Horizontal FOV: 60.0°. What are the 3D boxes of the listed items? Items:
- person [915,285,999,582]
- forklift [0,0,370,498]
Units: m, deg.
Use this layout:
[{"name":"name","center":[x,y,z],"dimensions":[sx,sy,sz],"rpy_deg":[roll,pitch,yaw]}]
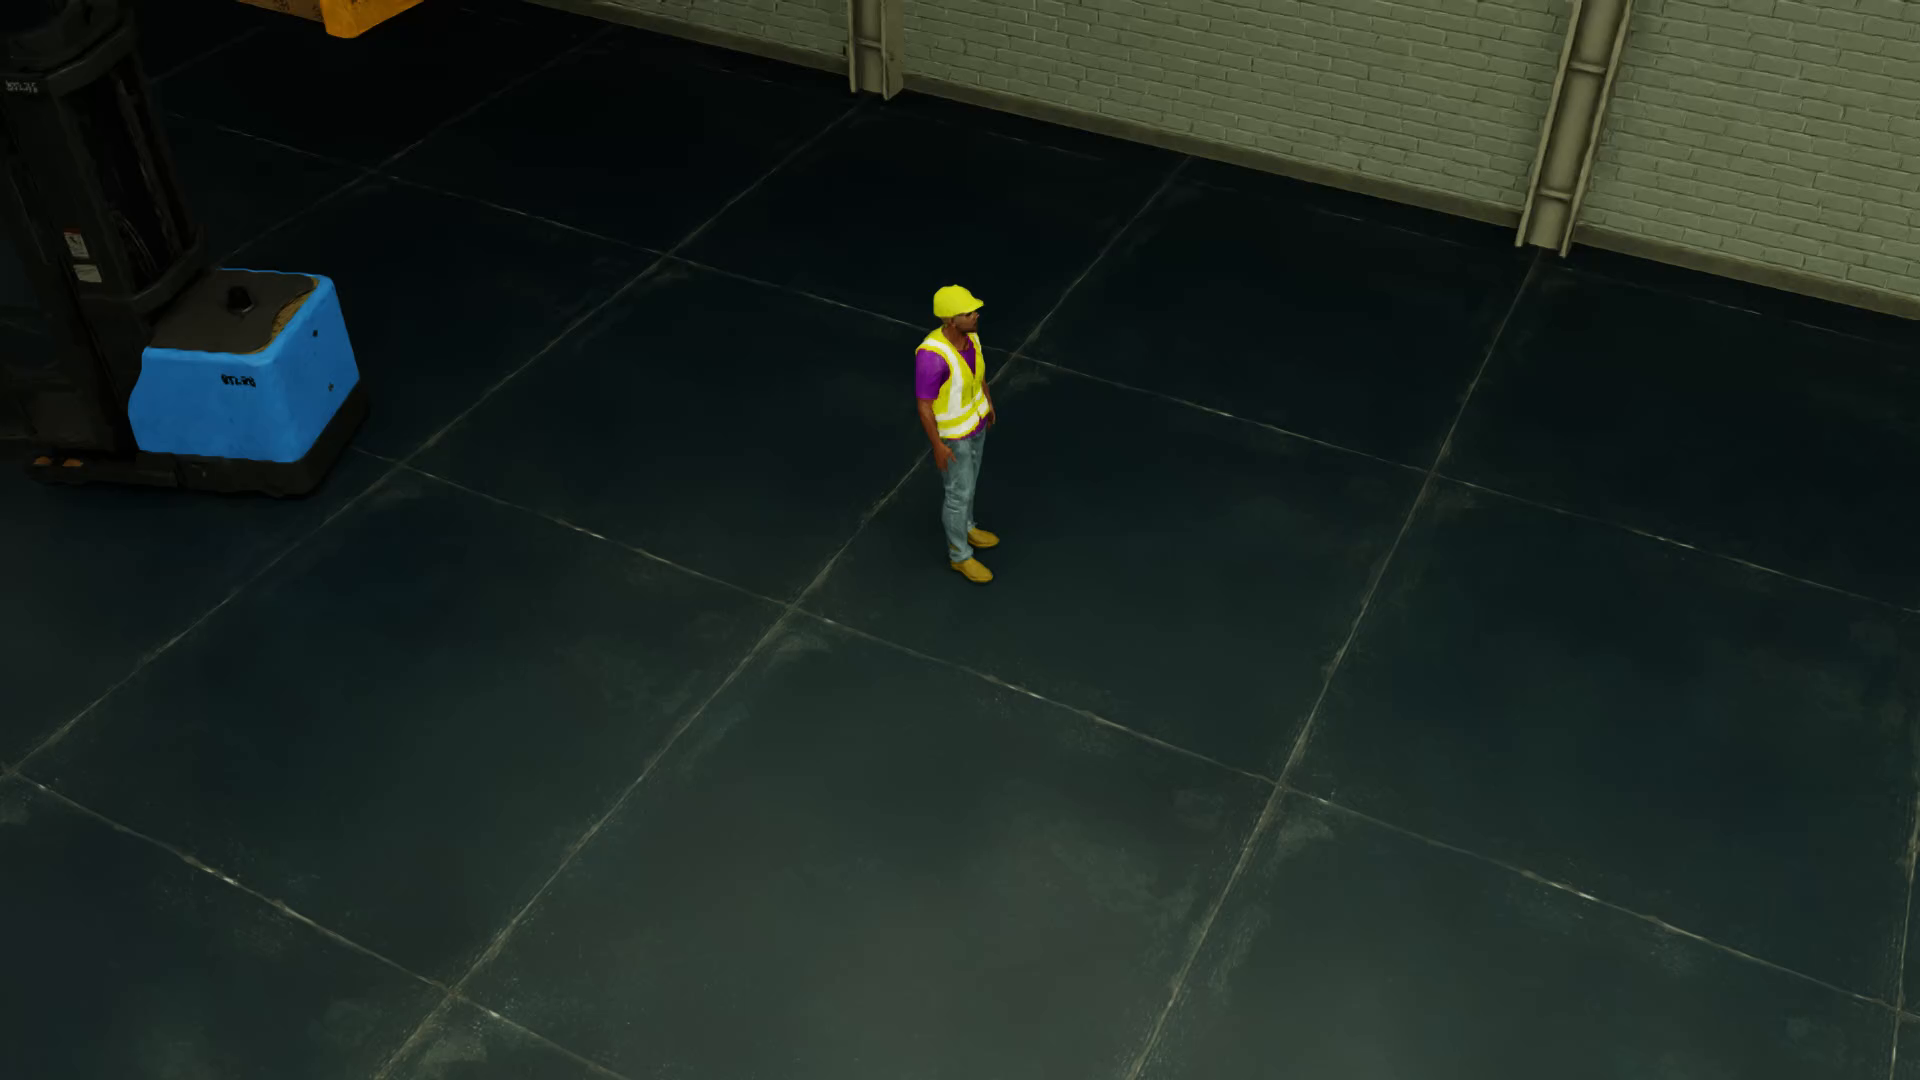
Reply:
[{"name":"person","center":[0.059,-0.677,9.643],"dimensions":[0.576,1.701,0.665],"rpy_deg":[18,43,21]},{"name":"forklift","center":[-5.534,-1.808,10.134],"dimensions":[3.031,2.935,1.130],"rpy_deg":[5,40,6]}]
